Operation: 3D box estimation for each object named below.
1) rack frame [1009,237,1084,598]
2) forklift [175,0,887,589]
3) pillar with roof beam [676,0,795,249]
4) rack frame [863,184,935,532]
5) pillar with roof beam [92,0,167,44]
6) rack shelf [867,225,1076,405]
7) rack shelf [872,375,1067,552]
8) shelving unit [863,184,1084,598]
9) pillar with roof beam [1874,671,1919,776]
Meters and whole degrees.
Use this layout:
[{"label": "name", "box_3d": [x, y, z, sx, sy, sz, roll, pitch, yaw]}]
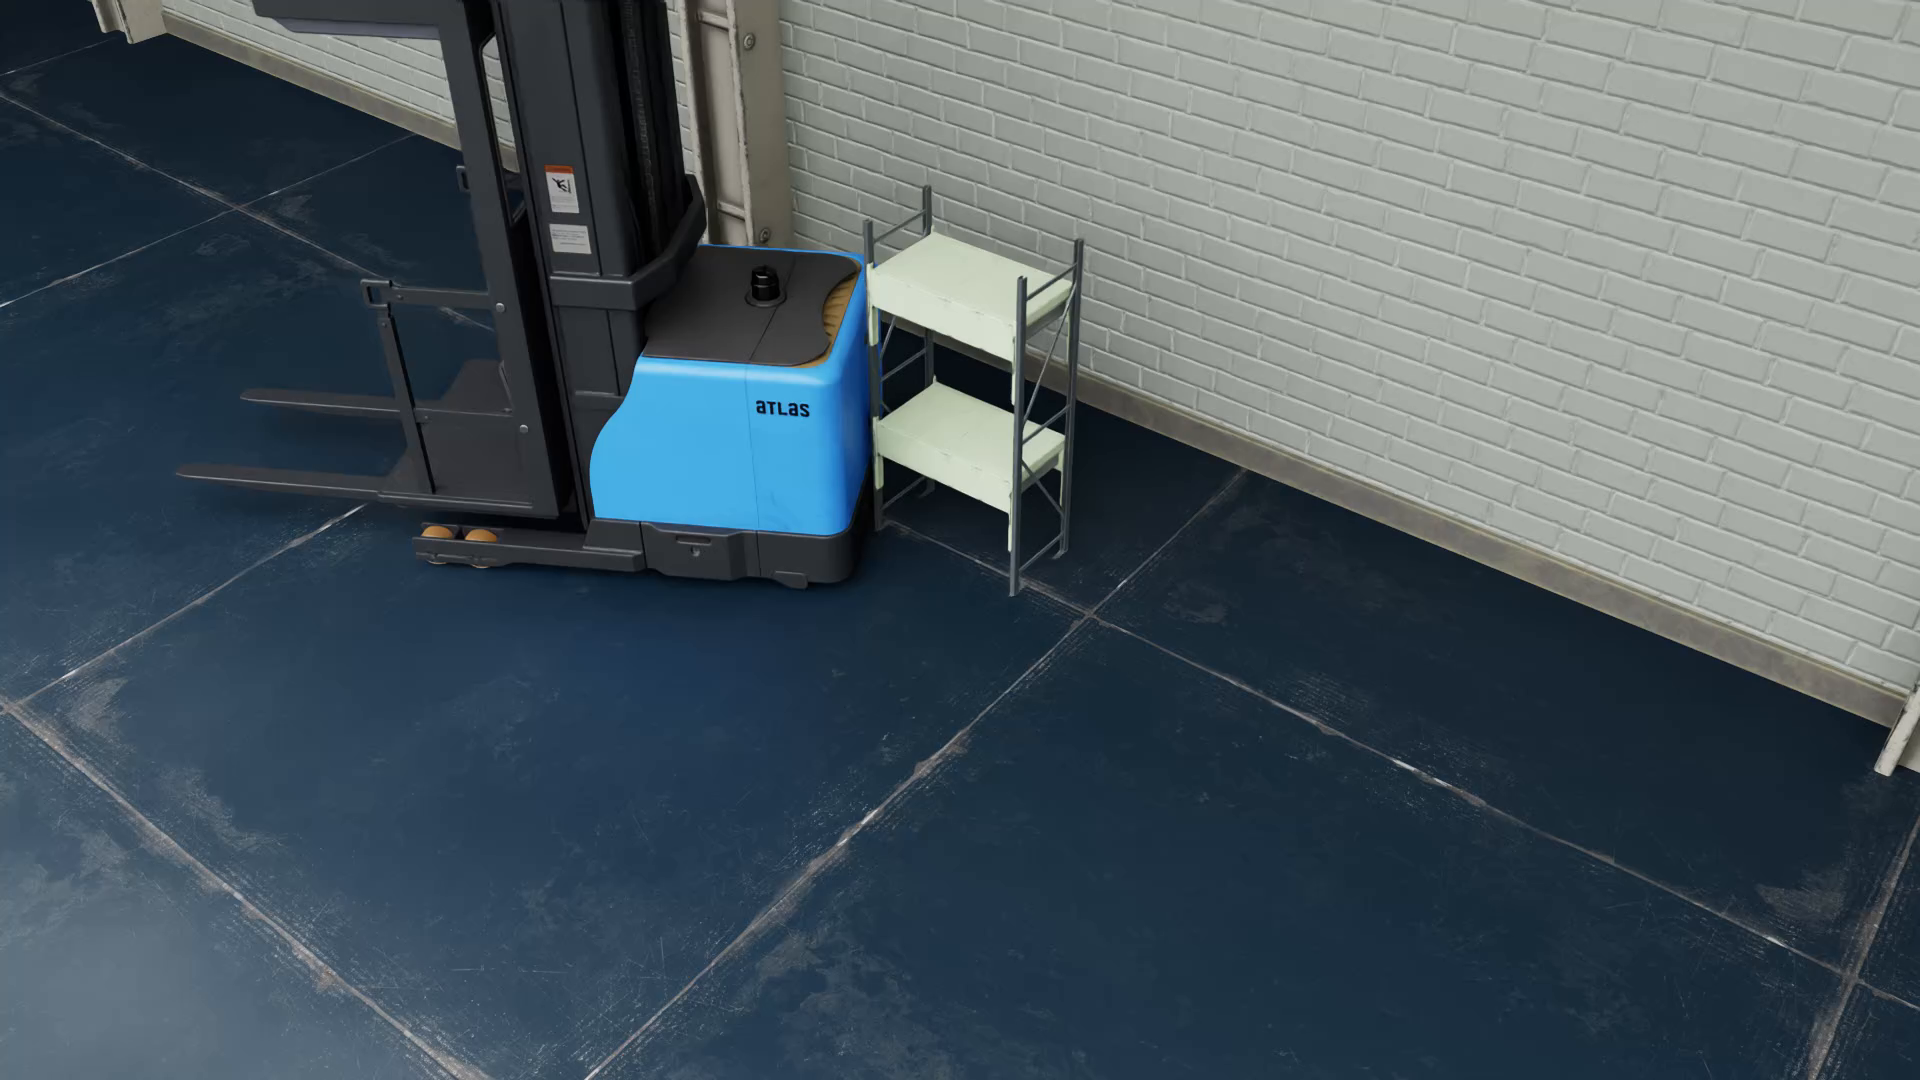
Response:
[{"label": "rack frame", "box_3d": [0.337, -0.451, 6.609, 0.023, 1.500, 0.400, 25, 45, 29]}, {"label": "forklift", "box_3d": [-1.887, -1.351, 6.598, 3.031, 2.935, 1.130, 5, 38, 6]}, {"label": "pillar with roof beam", "box_3d": [-3.746, -2.831, 3.566, 0.400, 9.000, 9.100, 25, 45, 29]}, {"label": "rack frame", "box_3d": [-0.243, -0.726, 6.961, 0.023, 1.500, 0.400, 25, 45, 29]}, {"label": "pillar with roof beam", "box_3d": [-8.512, -5.078, 6.436, 0.400, 9.000, 9.100, 25, 45, 29]}, {"label": "rack shelf", "box_3d": [0.047, -0.896, 6.544, 0.720, 0.370, 0.431, 25, 45, 29]}, {"label": "rack shelf", "box_3d": [0.047, -0.332, 6.986, 0.720, 0.370, 0.431, 25, 45, 29]}, {"label": "shelving unit", "box_3d": [0.047, -0.588, 6.785, 0.755, 1.500, 0.431, 25, 45, 29]}, {"label": "pillar with roof beam", "box_3d": [1.020, -0.584, 0.696, 0.400, 9.000, 9.100, 25, 45, 29]}]
